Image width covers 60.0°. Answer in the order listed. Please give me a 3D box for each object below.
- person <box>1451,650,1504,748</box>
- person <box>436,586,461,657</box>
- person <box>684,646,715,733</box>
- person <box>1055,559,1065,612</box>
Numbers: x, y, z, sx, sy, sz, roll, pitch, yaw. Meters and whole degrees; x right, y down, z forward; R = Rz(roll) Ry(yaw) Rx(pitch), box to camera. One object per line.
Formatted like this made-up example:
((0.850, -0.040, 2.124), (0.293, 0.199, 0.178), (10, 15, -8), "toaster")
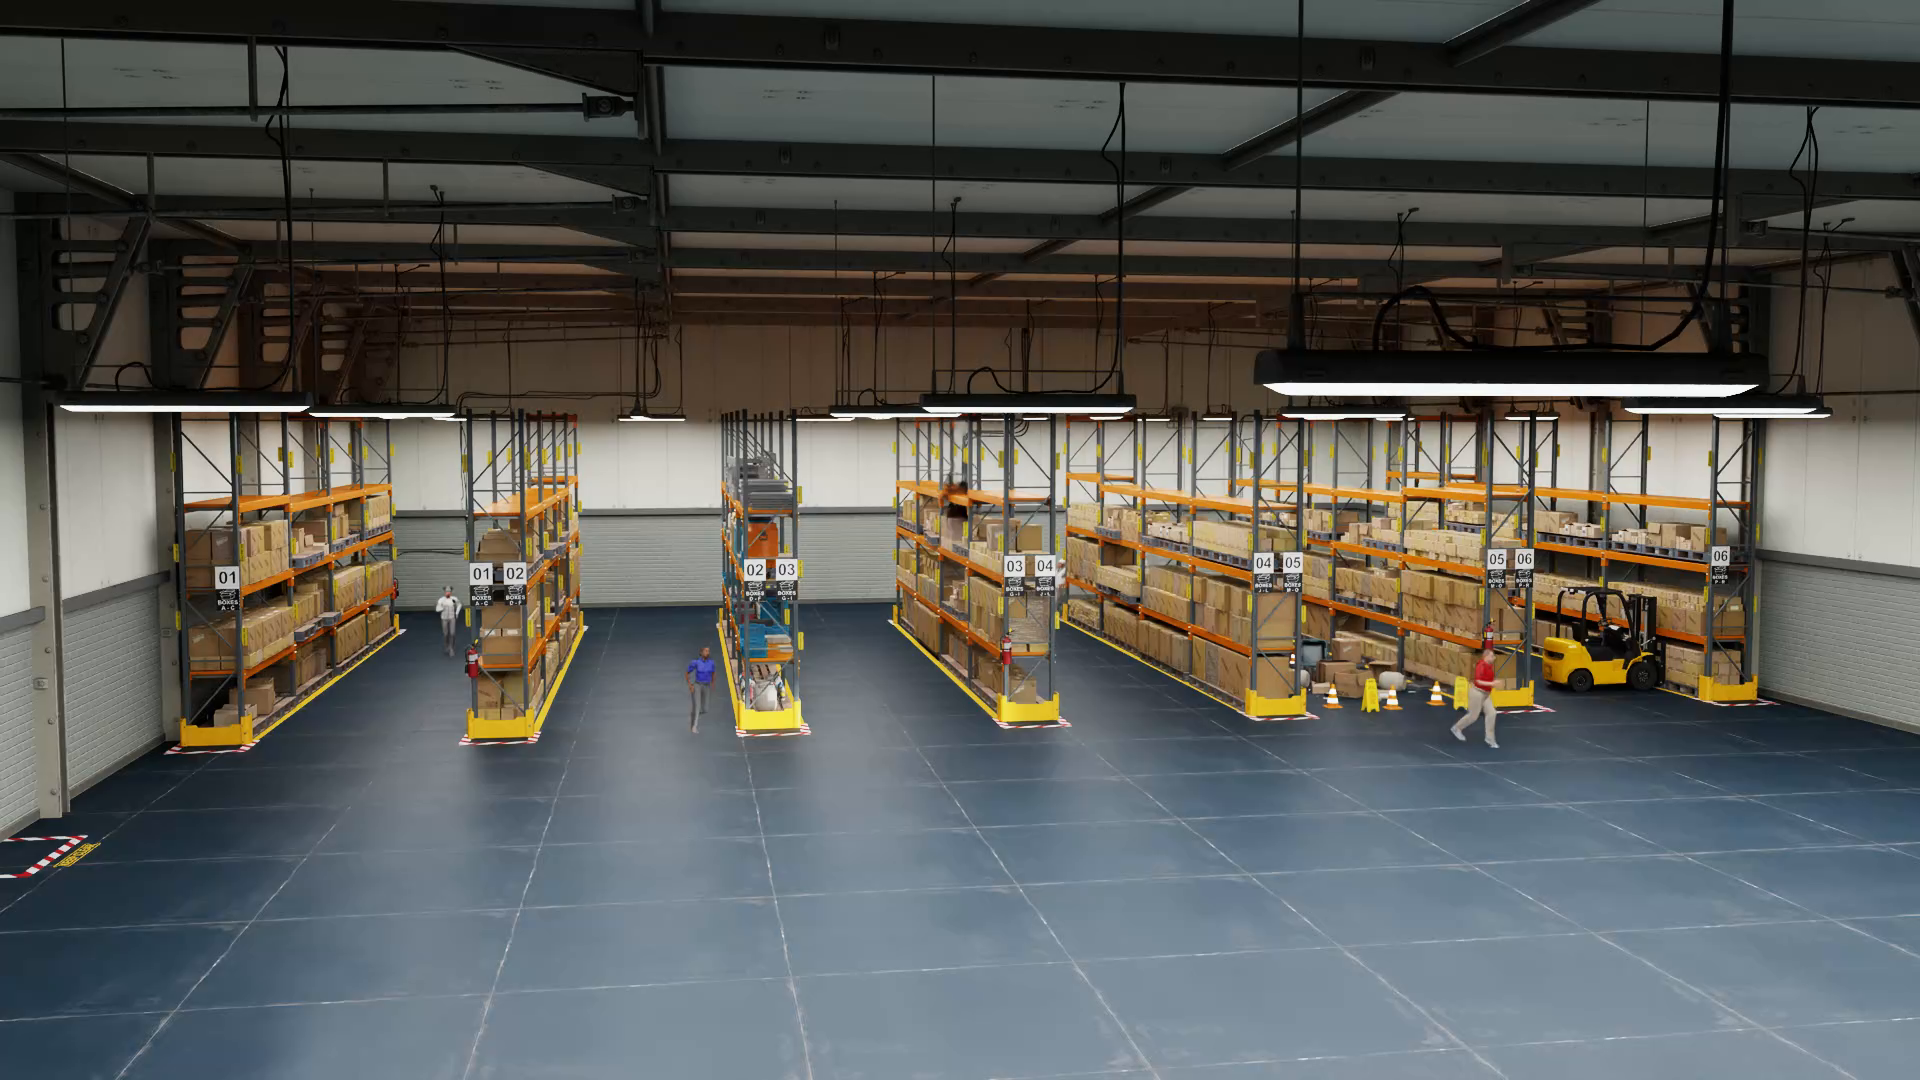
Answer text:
((9.232, 2.829, 29.646), (0.952, 1.791, 0.677), (3, 5, 38), "person")
((-12.649, 1.992, 41.128), (0.600, 1.721, 0.761), (-1, 4, -15), "person")
((-4.844, 2.781, 31.069), (0.624, 1.619, 0.545), (-2, 5, -31), "person")
((2.996, 1.415, 49.503), (0.617, 1.723, 0.670), (-4, 6, -44), "person")
